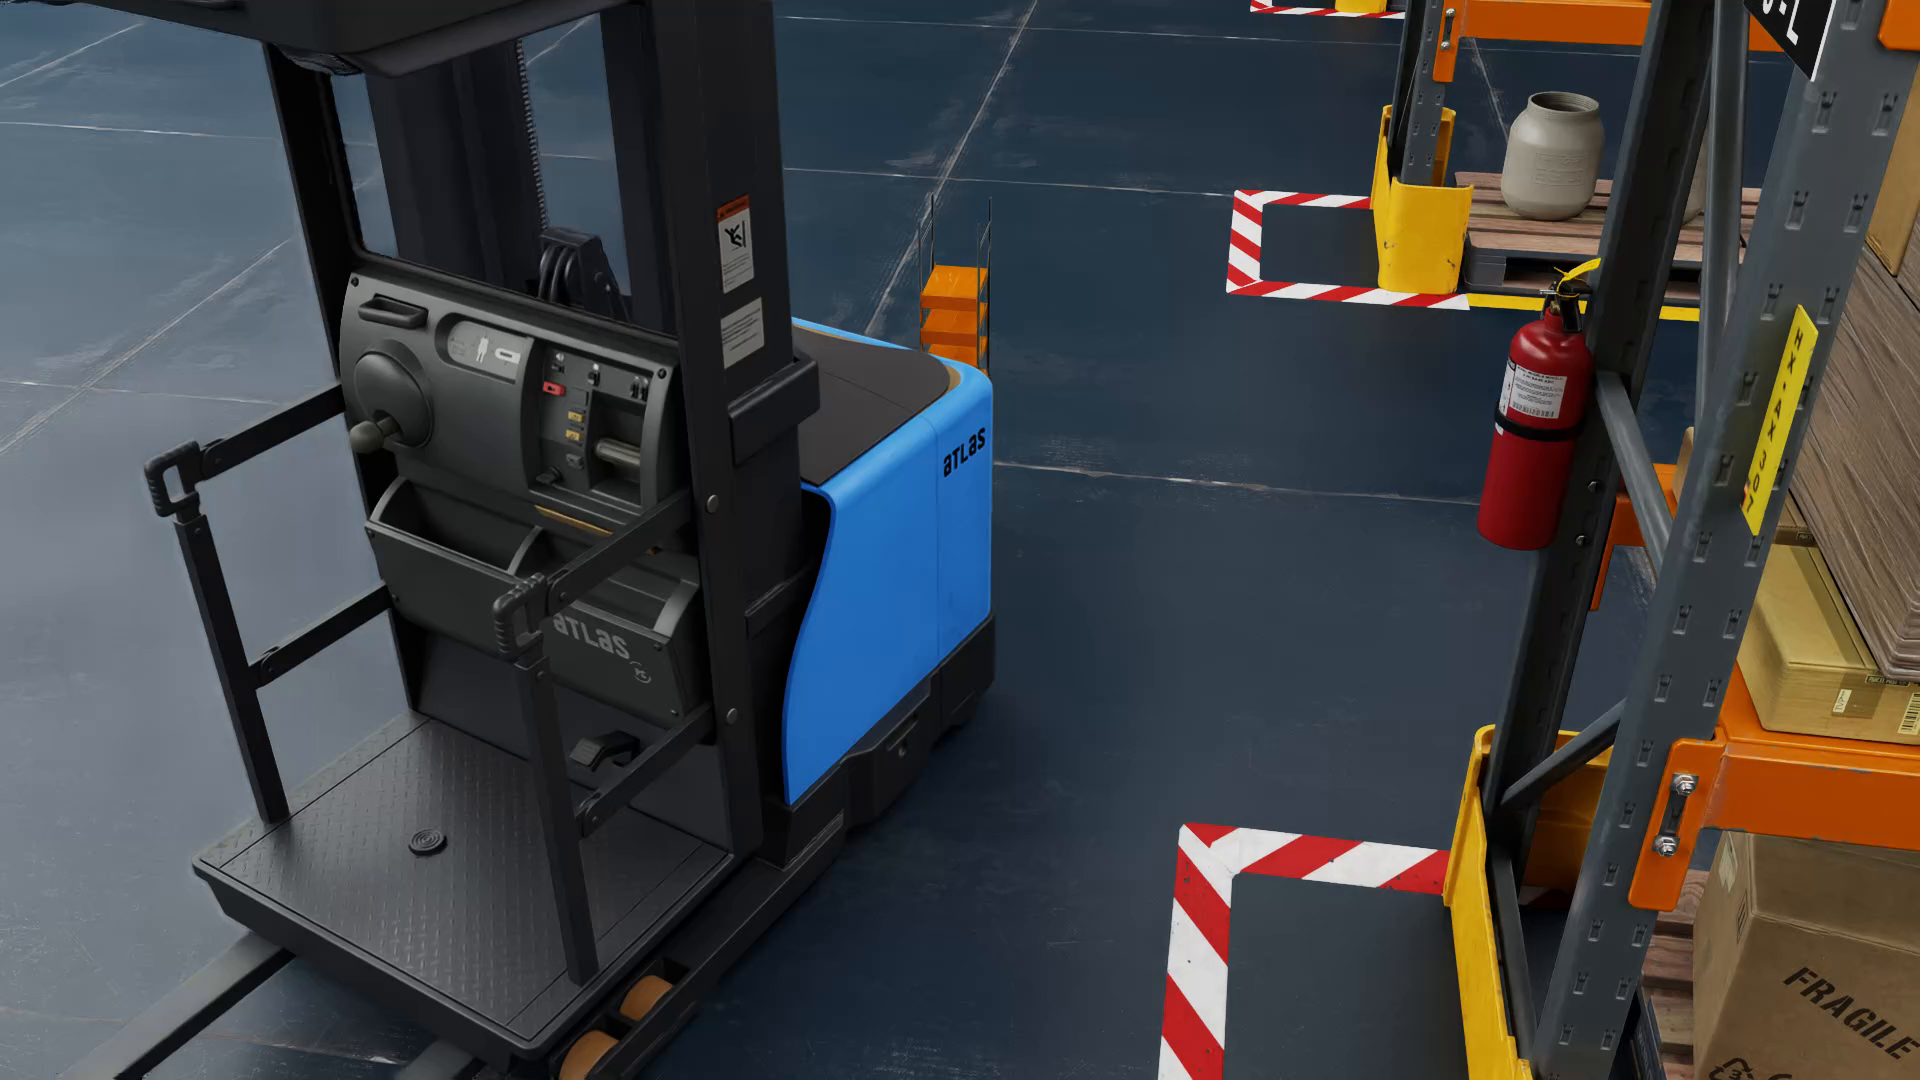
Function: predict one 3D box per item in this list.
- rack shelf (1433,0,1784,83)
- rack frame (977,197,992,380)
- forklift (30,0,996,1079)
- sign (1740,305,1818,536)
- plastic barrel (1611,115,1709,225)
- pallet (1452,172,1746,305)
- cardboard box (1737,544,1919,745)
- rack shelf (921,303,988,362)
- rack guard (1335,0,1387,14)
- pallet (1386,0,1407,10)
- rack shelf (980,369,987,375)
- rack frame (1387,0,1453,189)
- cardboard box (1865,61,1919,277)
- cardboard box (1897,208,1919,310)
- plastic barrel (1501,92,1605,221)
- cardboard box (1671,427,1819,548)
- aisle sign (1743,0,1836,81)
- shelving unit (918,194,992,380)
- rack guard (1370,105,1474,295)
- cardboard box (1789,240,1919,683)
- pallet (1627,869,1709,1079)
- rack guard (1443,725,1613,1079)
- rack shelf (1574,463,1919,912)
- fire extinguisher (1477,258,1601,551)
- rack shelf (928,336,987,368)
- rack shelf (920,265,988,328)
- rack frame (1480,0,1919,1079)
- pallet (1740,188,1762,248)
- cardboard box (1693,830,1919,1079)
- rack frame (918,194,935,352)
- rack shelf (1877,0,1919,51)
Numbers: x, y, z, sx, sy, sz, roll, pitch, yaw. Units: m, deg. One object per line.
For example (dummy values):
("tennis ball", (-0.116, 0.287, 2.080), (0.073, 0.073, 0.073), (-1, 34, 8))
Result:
("rack shelf", (4.063, -2.192, 7.103), (4.000, 0.370, 1.077), (5, 32, 8))
("rack frame", (0.076, -0.502, 5.421), (0.006, 1.200, 0.240), (5, 32, 8))
("forklift", (-1.092, -0.256, 3.397), (1.130, 2.935, 3.031), (18, 36, 26))
("sign", (1.167, -0.169, 2.376), (0.005, 0.325, 0.100), (5, 32, 8))
("plastic barrel", (3.247, -1.736, 7.645), (0.421, 0.512, 0.421), (0, 32, 0))
("pallet", (2.974, -1.436, 7.846), (1.213, 0.211, 1.003), (5, 32, 8))
("cardboard box", (1.499, 0.171, 2.886), (0.250, 0.149, 0.380), (5, 32, 8))
("rack shelf", (-0.014, -0.676, 5.330), (0.180, 0.103, 0.258), (5, 32, 8))
("rack guard", (2.905, -4.209, 12.003), (0.348, 0.500, 1.175), (5, 32, 8))
("pallet", (3.689, -4.038, 12.002), (1.213, 0.211, 1.003), (5, 32, 8))
("rack shelf", (-0.014, -0.472, 5.457), (0.180, 0.103, 0.258), (5, 32, 8))
("rack frame", (2.091, -2.676, 7.198), (0.127, 3.000, 1.000), (5, 32, 8))
("cardboard box", (1.842, -0.758, 2.817), (0.500, 0.500, 0.500), (5, 32, 8))
("cardboard box", (1.754, -0.486, 2.382), (0.500, 0.500, 0.500), (5, 32, 8))
("plastic barrel", (2.753, -1.780, 7.716), (0.421, 0.512, 0.421), (0, 32, 0))
("cardboard box", (1.574, -0.061, 3.258), (0.250, 0.149, 0.380), (5, 32, 8))
("aisle sign", (1.146, -1.036, 2.128), (0.004, 0.787, 0.394), (5, 32, 8))
("shelving unit", (-0.014, -0.510, 5.434), (0.189, 1.200, 0.258), (5, 32, 8))
("rack guard", (2.174, -1.634, 7.889), (0.348, 0.500, 1.175), (5, 32, 8))
("cardboard box", (1.795, -0.190, 2.852), (0.500, 0.500, 0.875), (5, 32, 8))
("pallet", (2.128, 1.194, 3.643), (1.213, 0.211, 1.003), (5, 32, 8))
("rack guard", (1.333, 0.981, 3.712), (0.348, 0.500, 1.175), (5, 32, 8))
("rack shelf", (3.229, 0.398, 2.965), (4.000, 0.370, 1.077), (5, 32, 8))
("fire extinguisher", (1.223, -0.304, 3.481), (0.183, 0.674, 0.296), (5, 32, 8))
("rack shelf", (-0.014, -0.574, 5.394), (0.180, 0.103, 0.258), (5, 32, 8))
("rack shelf", (-0.014, -0.777, 5.266), (0.180, 0.103, 0.258), (5, 32, 8))
("rack frame", (1.258, -0.085, 3.059), (0.127, 3.000, 1.000), (5, 32, 8))
("pallet", (4.173, -1.326, 7.670), (1.213, 0.211, 1.003), (5, 32, 8))
("cardboard box", (1.871, 0.861, 3.508), (0.500, 0.500, 0.500), (11, 34, 17))
("rack frame", (-0.104, -0.518, 5.447), (0.006, 1.200, 0.240), (5, 32, 8))
("rack shelf", (3.229, -0.873, 2.169), (4.000, 0.370, 1.077), (5, 32, 8))
